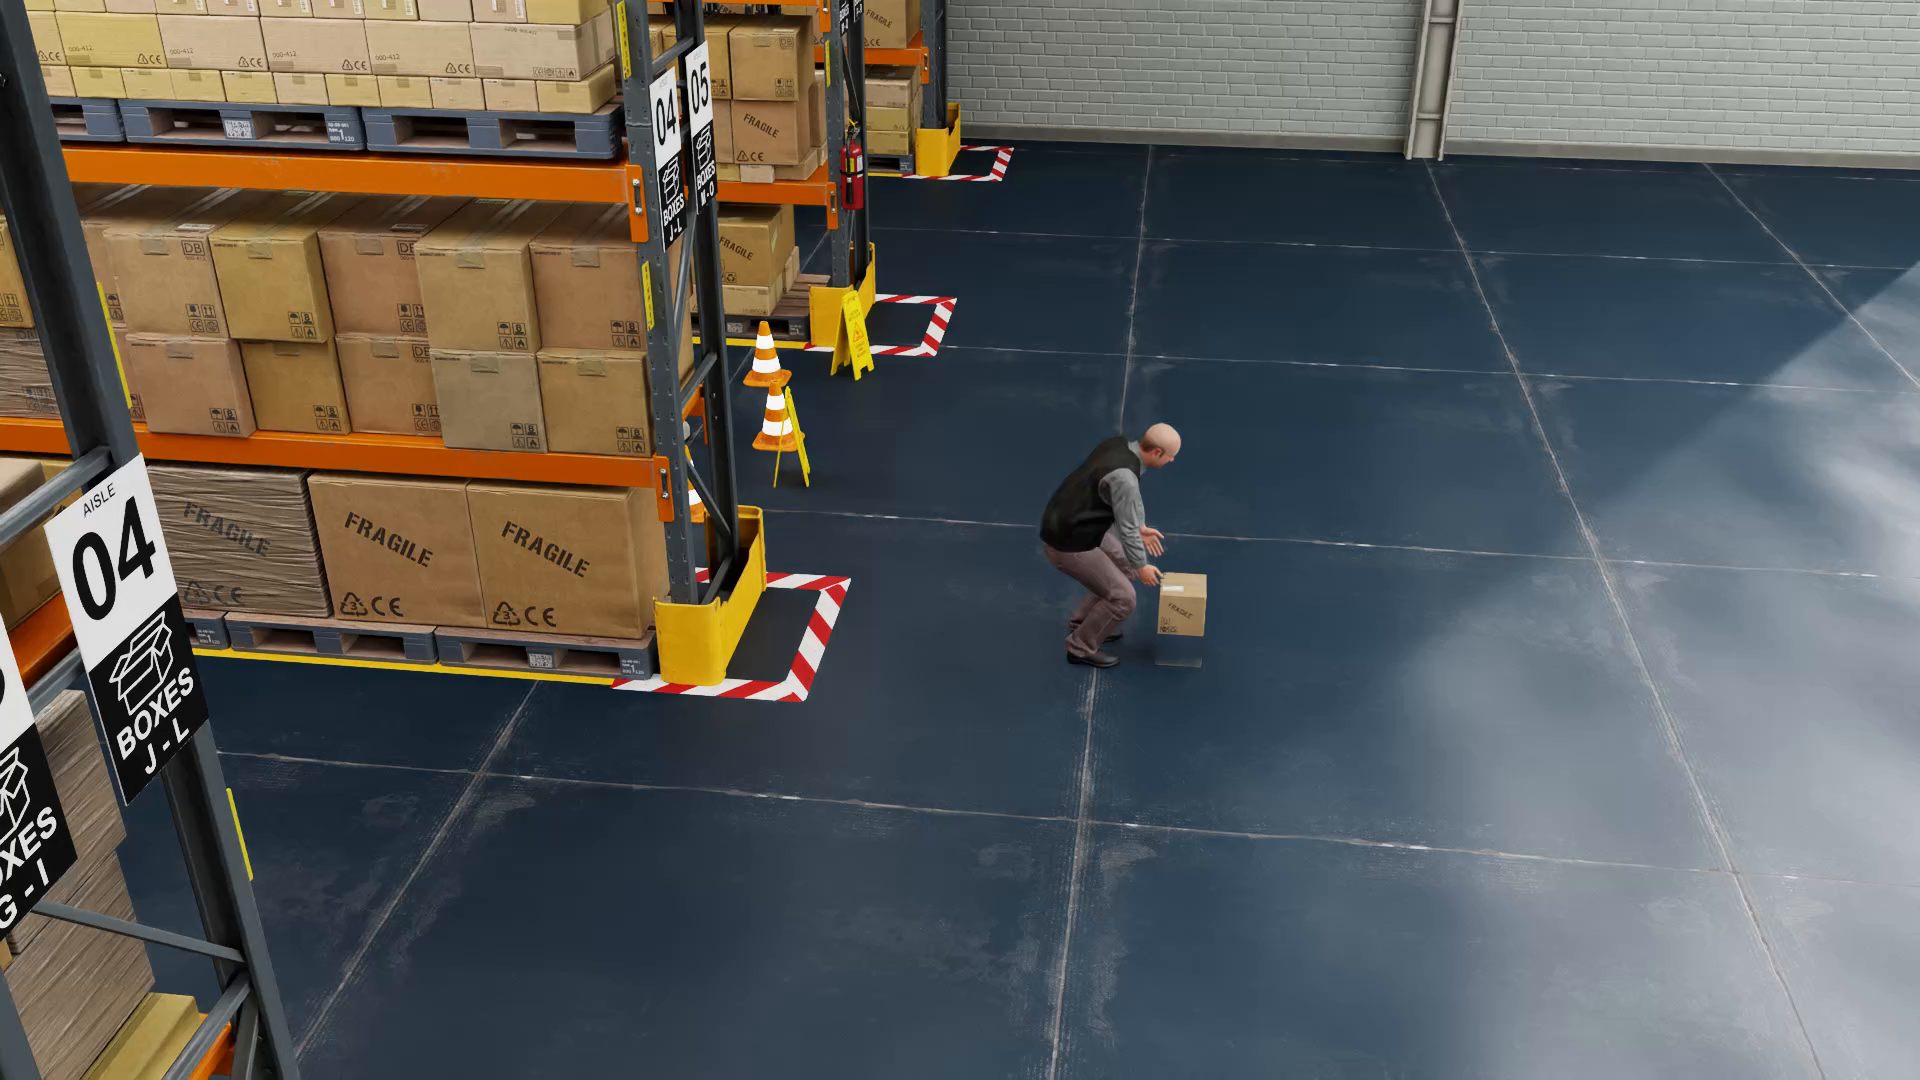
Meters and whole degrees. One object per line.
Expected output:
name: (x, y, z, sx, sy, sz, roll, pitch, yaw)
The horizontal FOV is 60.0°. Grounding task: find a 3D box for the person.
person: (0.798, -0.006, 9.038, 0.725, 1.371, 0.592, 3, 28, 6)
